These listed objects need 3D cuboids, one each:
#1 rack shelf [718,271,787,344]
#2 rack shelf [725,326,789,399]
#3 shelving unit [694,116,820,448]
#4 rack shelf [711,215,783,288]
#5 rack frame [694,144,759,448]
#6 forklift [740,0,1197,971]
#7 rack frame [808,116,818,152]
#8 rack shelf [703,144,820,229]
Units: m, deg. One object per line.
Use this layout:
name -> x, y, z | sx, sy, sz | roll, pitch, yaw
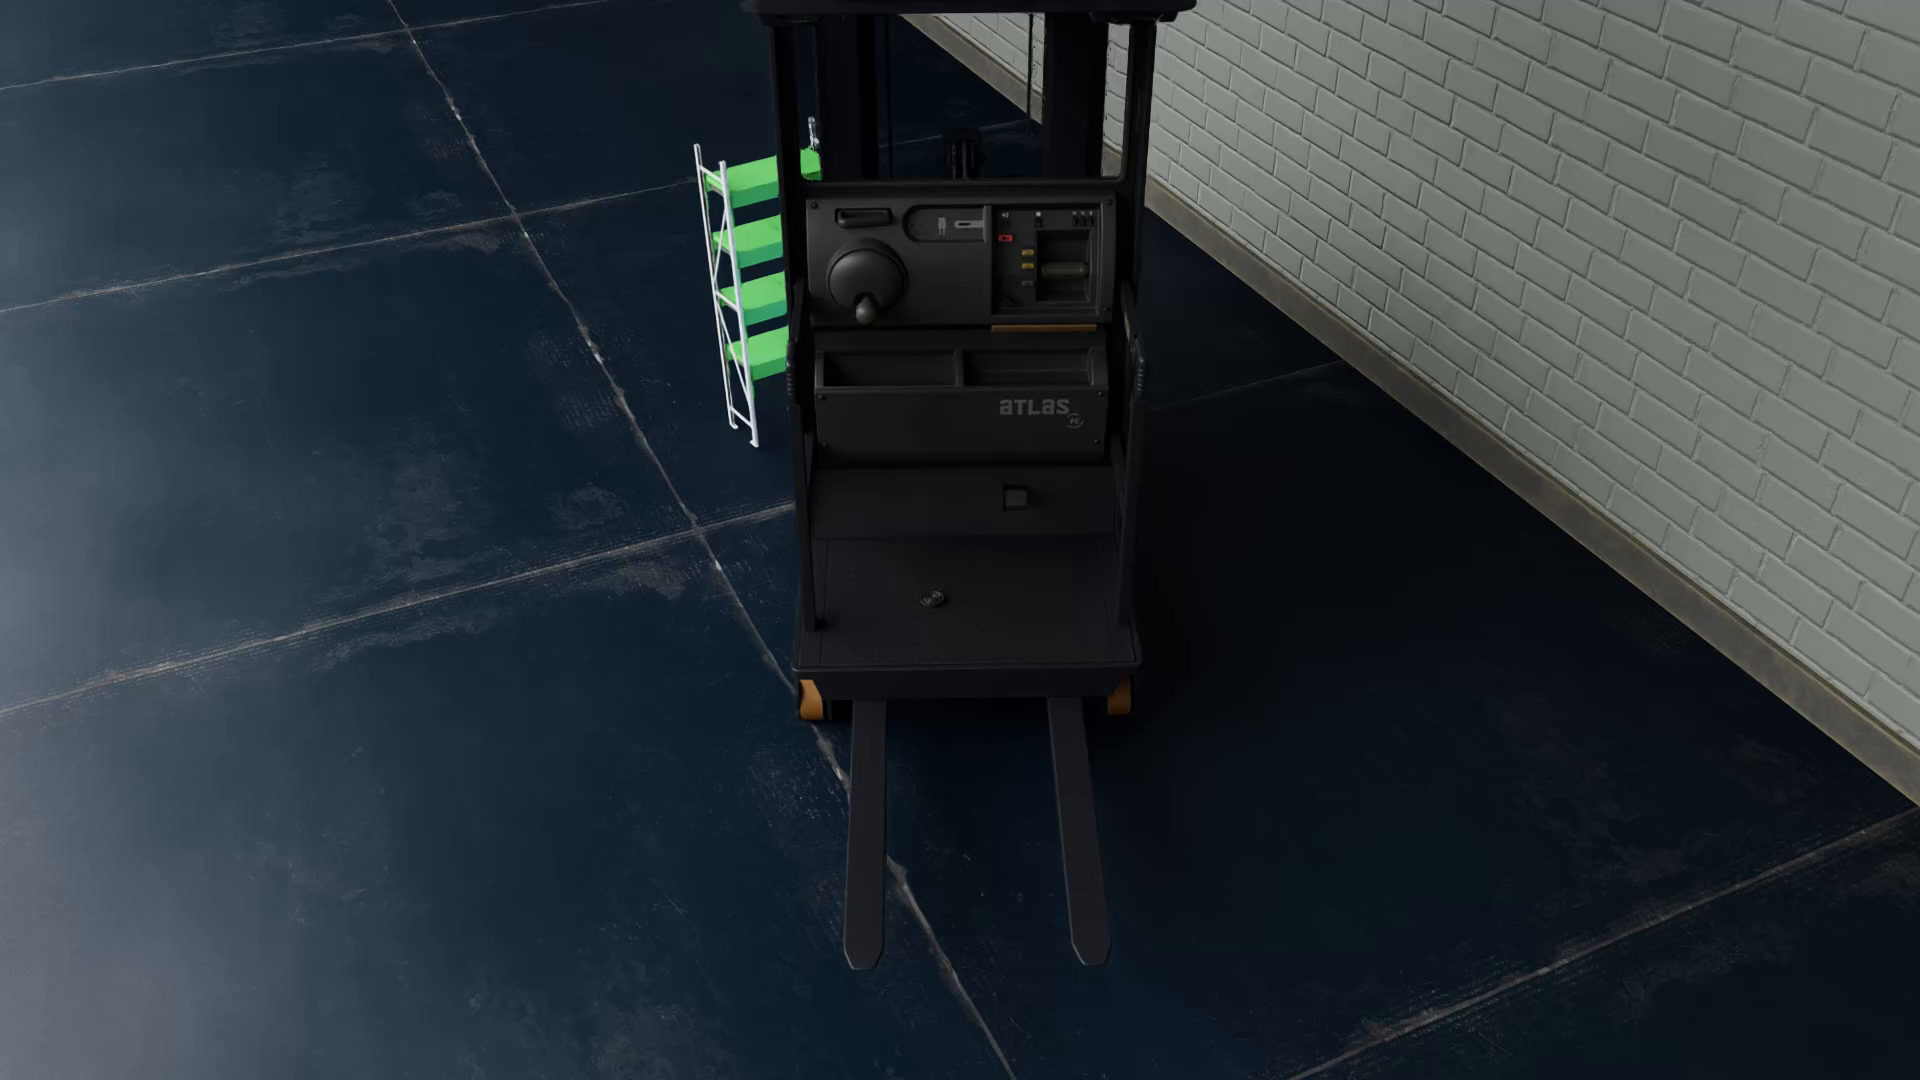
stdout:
rack shelf -> -0.698, -0.955, 6.624 | 0.480, 0.148, 0.258 | -21, 37, -26
rack shelf -> -0.689, -0.755, 6.755 | 0.480, 0.148, 0.258 | -21, 37, -26
shelving unit -> -0.700, -1.009, 6.589 | 0.503, 1.200, 0.258 | -21, 37, -26
rack shelf -> -0.707, -1.156, 6.492 | 0.480, 0.148, 0.258 | -21, 37, -26
rack frame -> -0.905, -0.930, 6.482 | 0.015, 1.200, 0.240 | -21, 37, -26
forklift -> 0.013, -0.779, 4.840 | 1.130, 2.935, 3.031 | -1, 37, -1
rack frame -> -0.495, -1.087, 6.695 | 0.015, 1.200, 0.240 | -21, 37, -26
rack shelf -> -0.716, -1.356, 6.361 | 0.480, 0.148, 0.258 | -21, 37, -26
